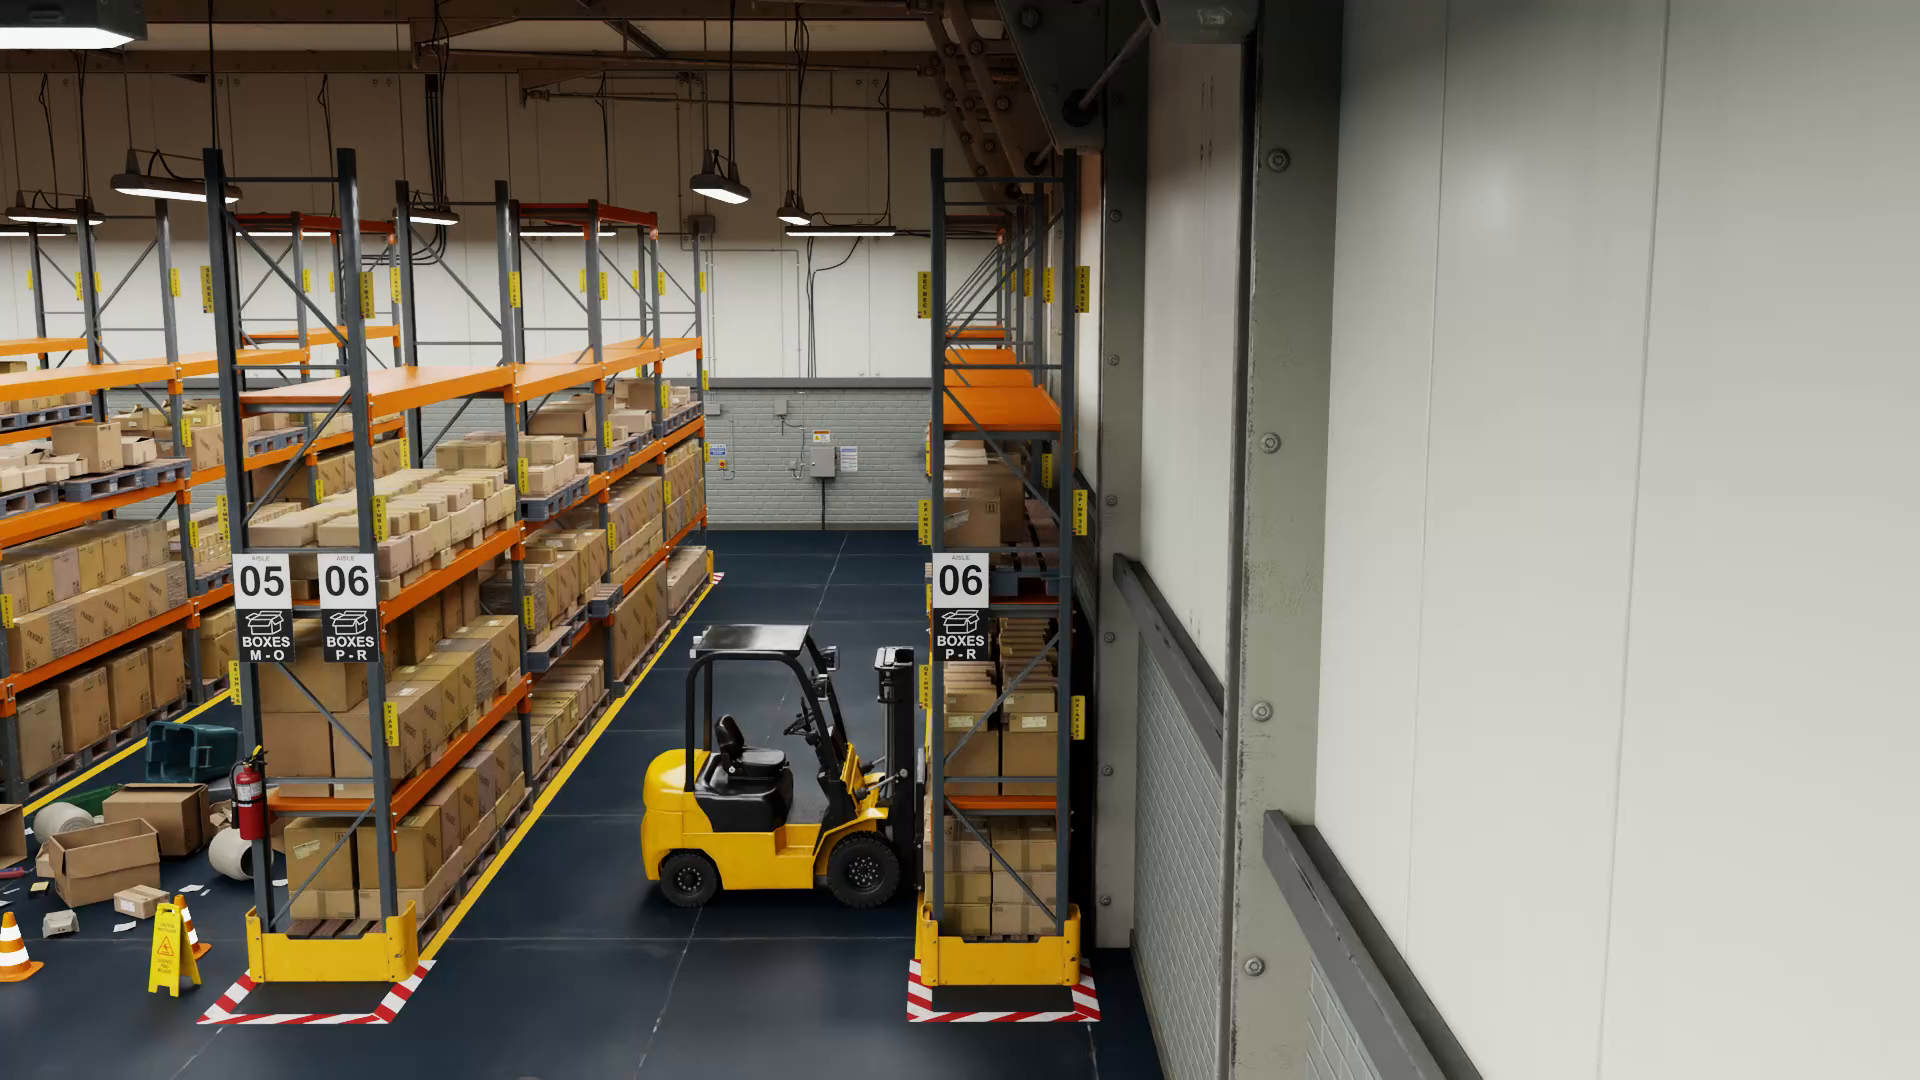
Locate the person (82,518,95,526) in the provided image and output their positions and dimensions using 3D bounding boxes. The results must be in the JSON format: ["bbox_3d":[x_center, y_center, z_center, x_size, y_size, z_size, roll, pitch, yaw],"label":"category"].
[{"bbox_3d":[-12.815,0.471,24.553,0.545,1.551,0.857,-1,9,-7],"label":"person"}]
